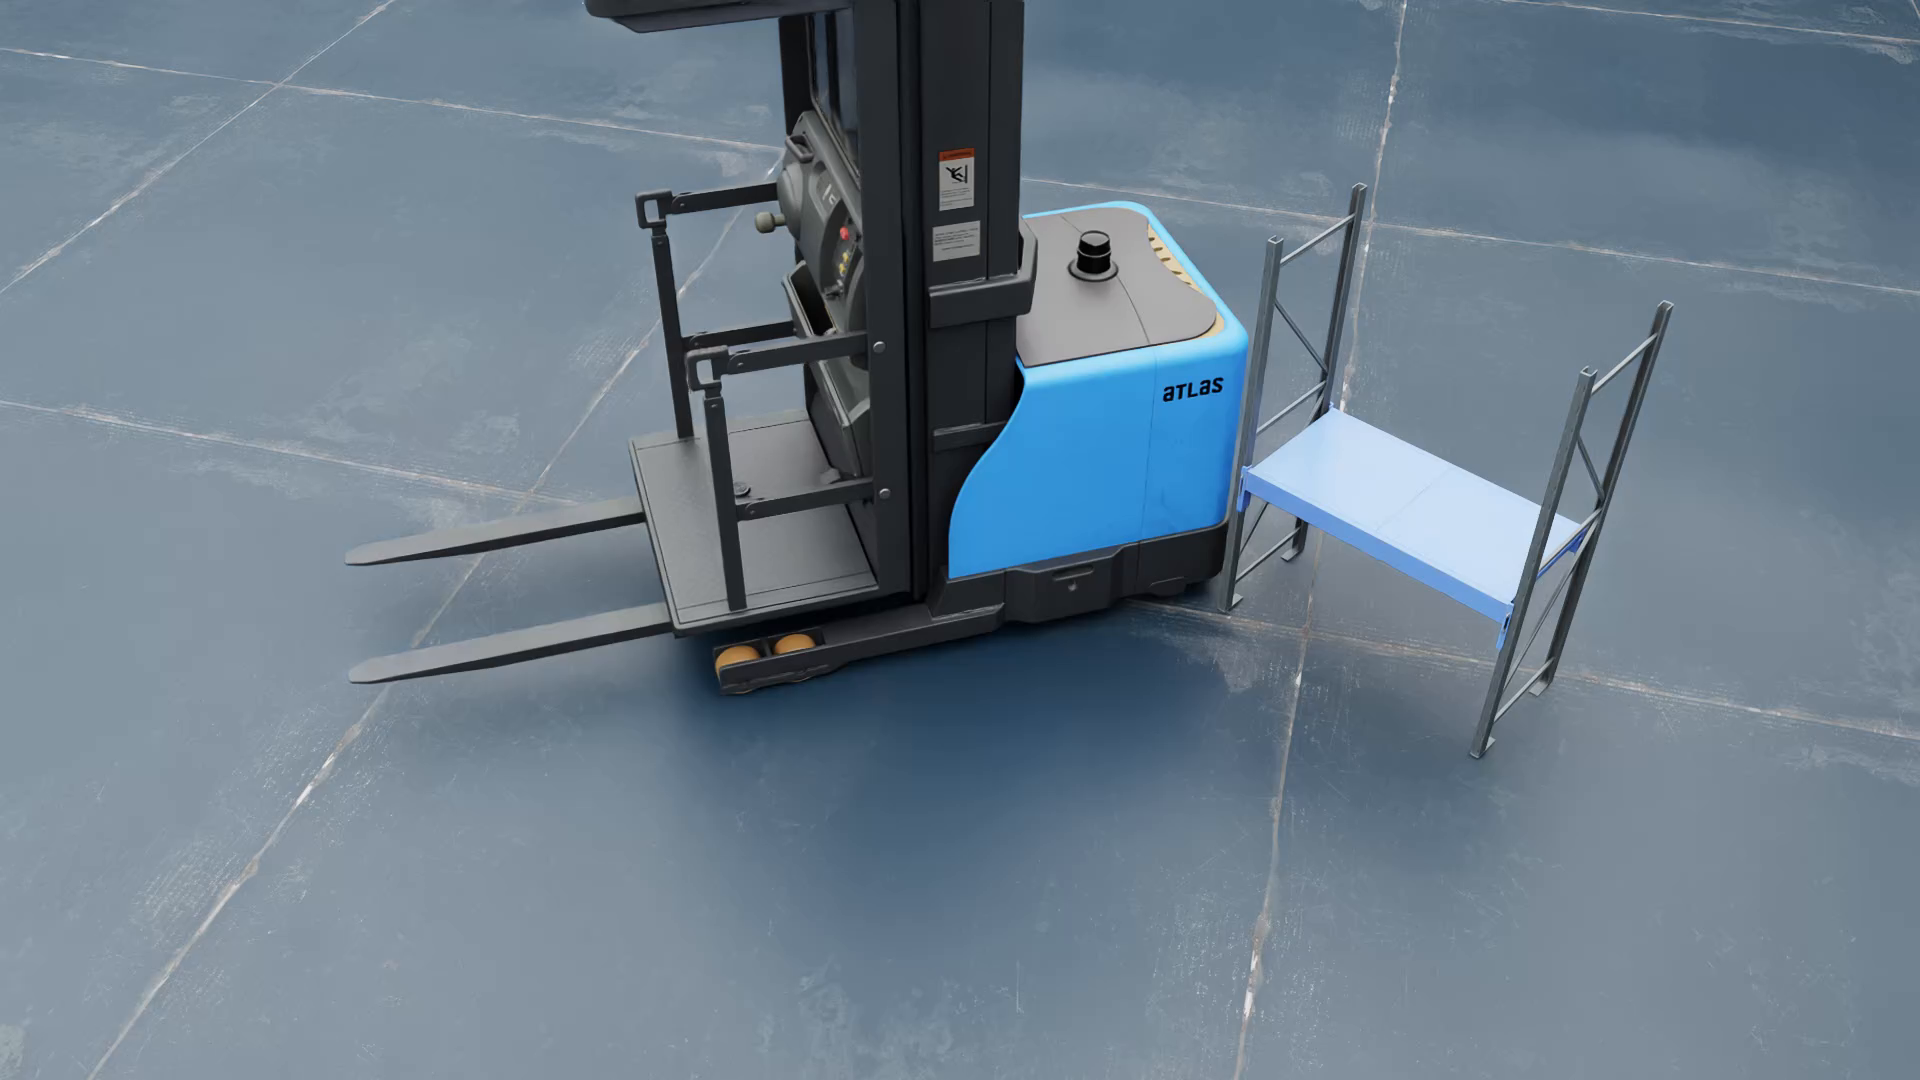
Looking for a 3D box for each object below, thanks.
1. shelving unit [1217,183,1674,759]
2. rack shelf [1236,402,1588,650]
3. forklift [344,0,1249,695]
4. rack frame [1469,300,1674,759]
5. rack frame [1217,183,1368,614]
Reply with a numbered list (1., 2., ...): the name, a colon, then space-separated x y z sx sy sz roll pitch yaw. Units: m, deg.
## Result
1. shelving unit: 1.474 -0.210 5.334 1.048 1.500 0.538 31 49 32
2. rack shelf: 1.474 -0.072 5.449 1.000 0.185 0.538 31 49 32
3. forklift: -0.618 -0.982 5.141 3.031 2.935 1.130 -11 41 -13
4. rack frame: 1.843 0.015 5.066 0.032 1.500 0.500 31 49 32
5. rack frame: 1.105 -0.435 5.602 0.032 1.500 0.500 31 49 32
